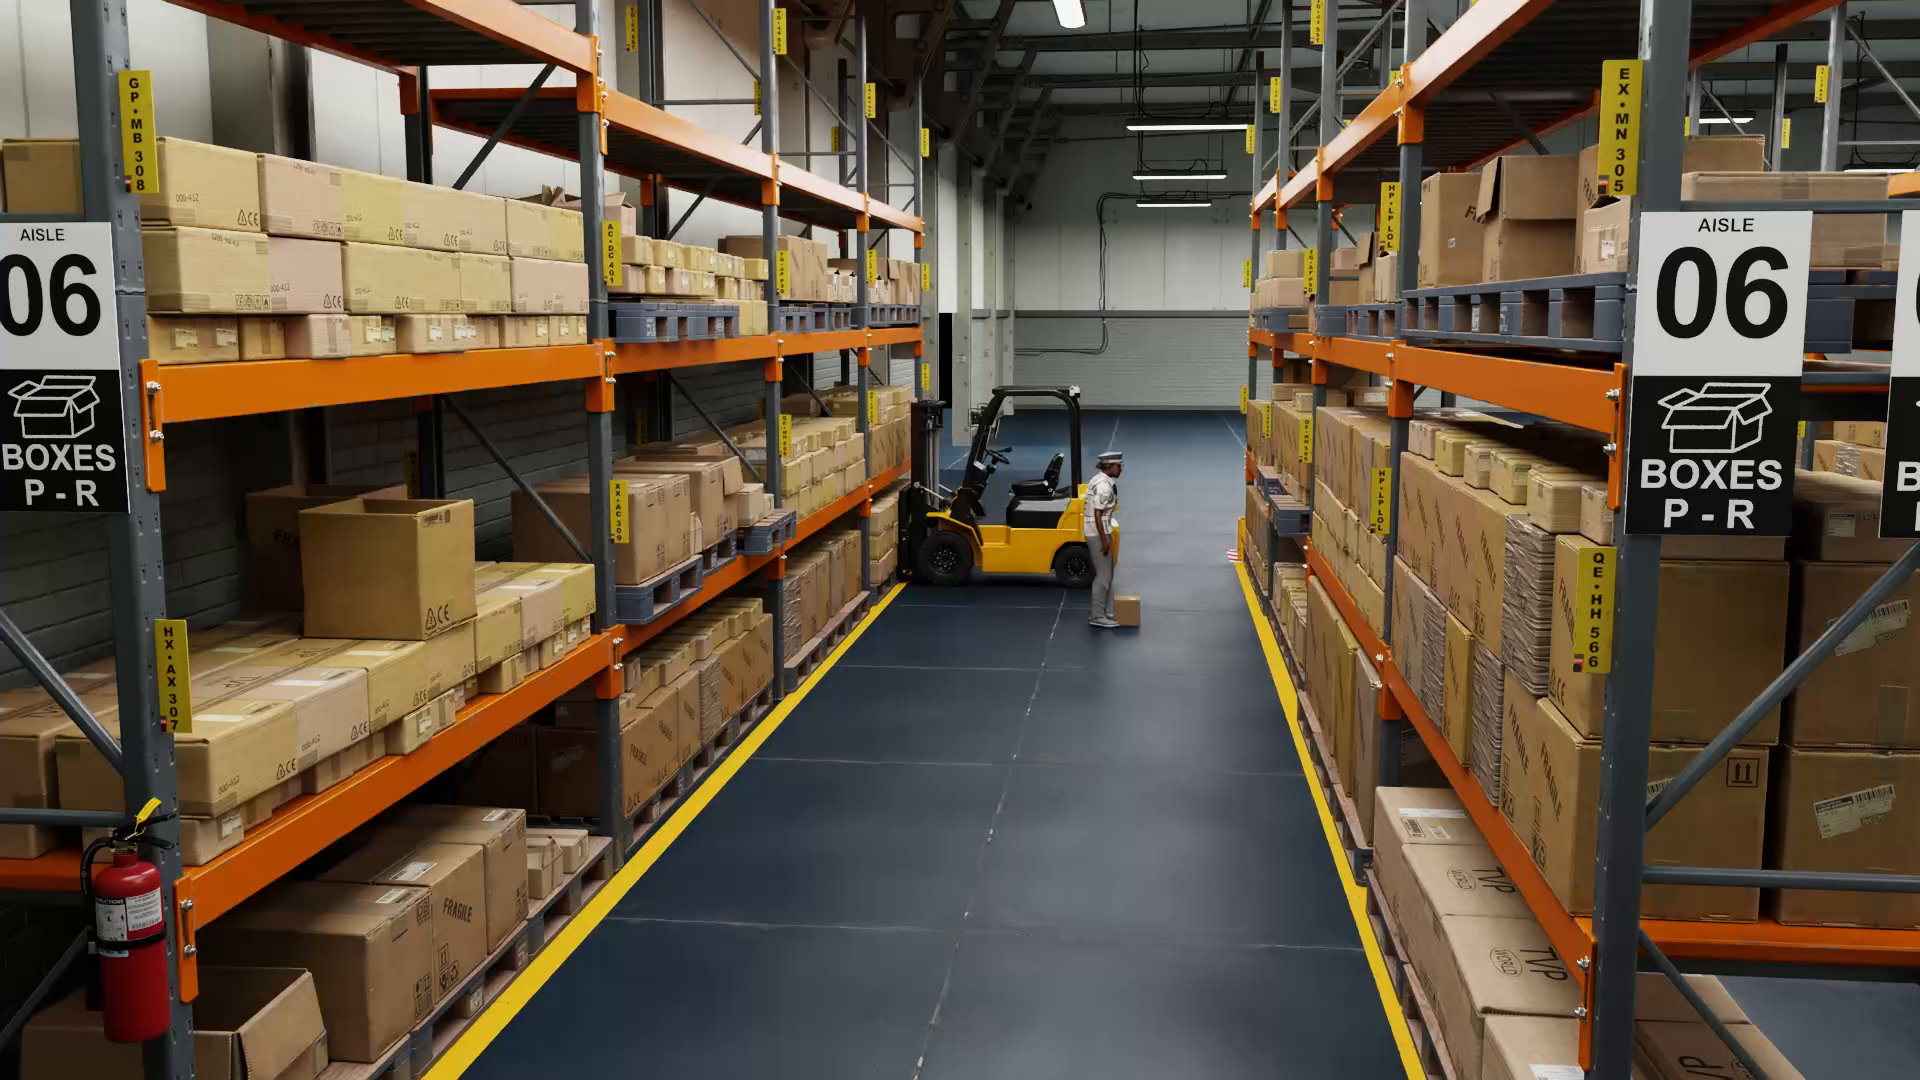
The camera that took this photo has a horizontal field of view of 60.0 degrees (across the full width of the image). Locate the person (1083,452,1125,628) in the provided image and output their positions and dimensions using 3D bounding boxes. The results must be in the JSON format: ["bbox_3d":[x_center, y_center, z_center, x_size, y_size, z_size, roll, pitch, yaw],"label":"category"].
[{"bbox_3d":[1.371,-0.018,15.939,0.394,1.659,0.504,1,8,7],"label":"person"}]
